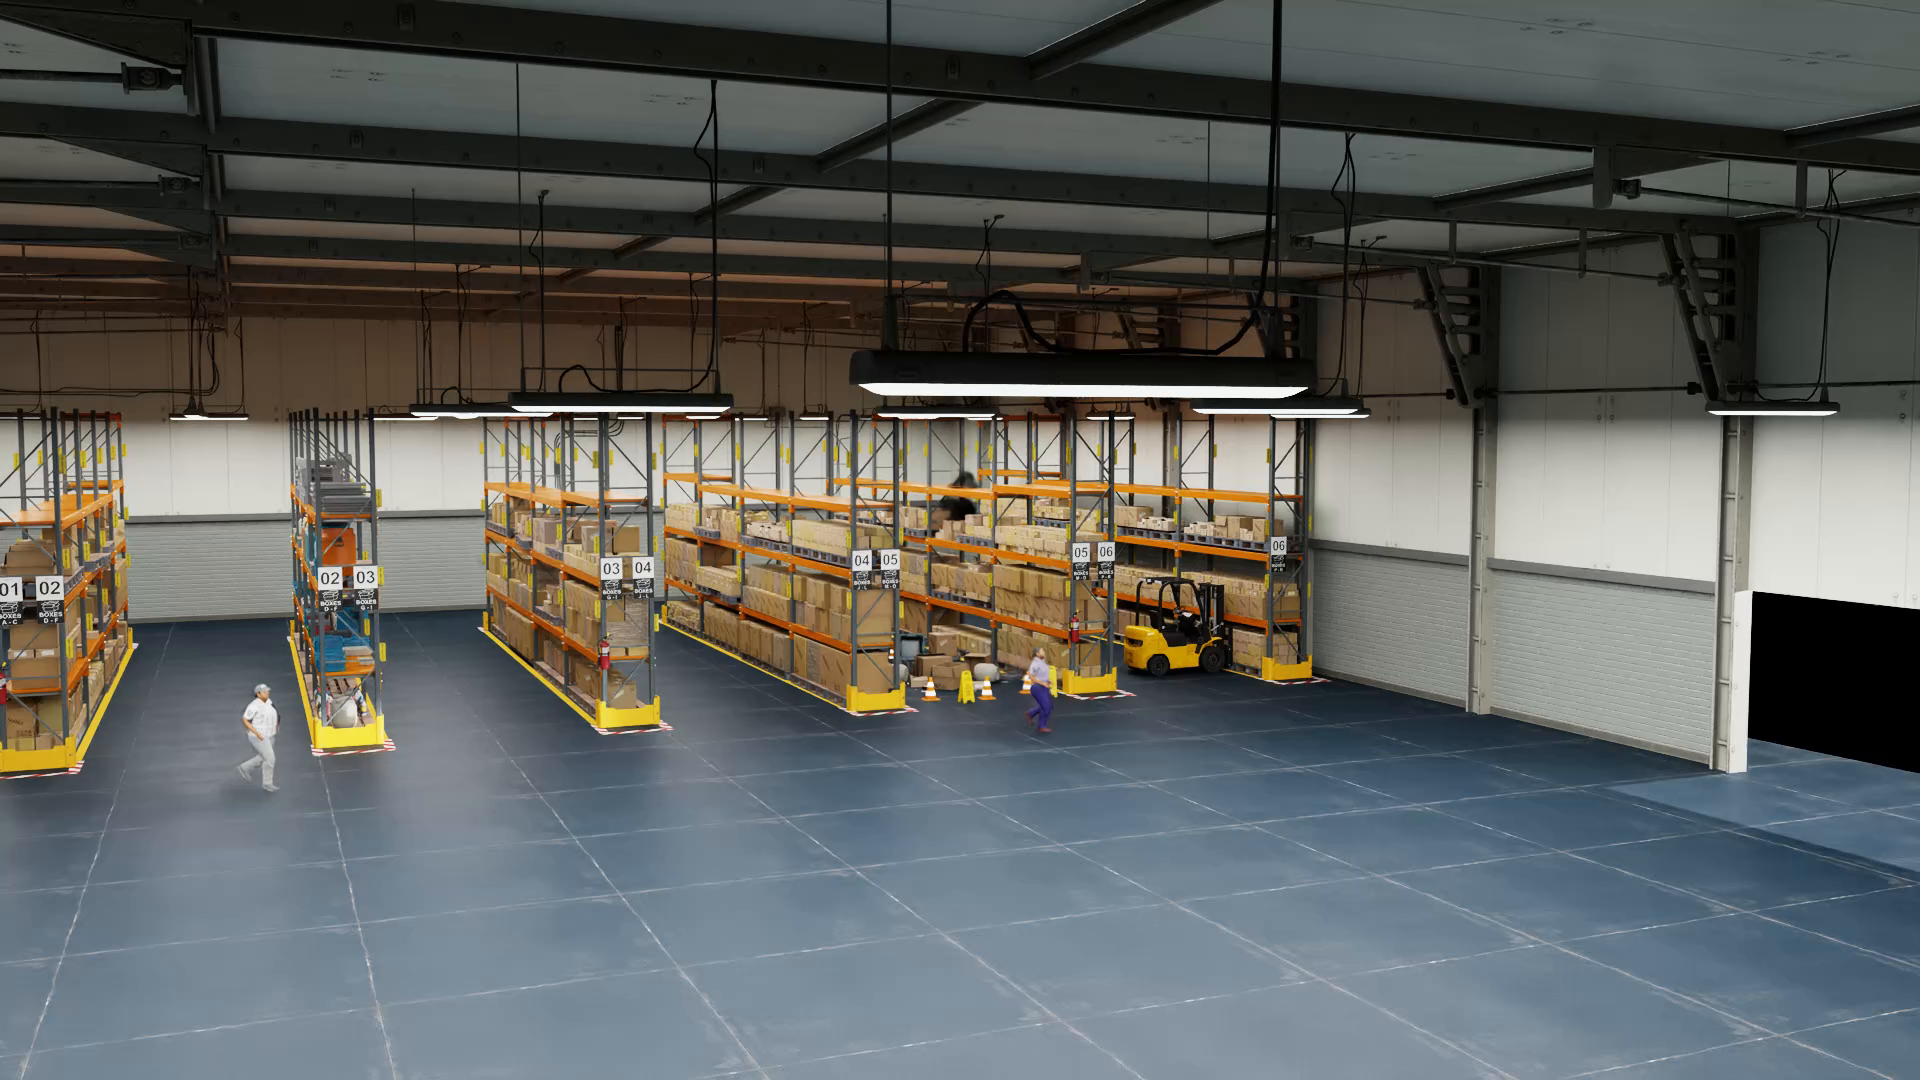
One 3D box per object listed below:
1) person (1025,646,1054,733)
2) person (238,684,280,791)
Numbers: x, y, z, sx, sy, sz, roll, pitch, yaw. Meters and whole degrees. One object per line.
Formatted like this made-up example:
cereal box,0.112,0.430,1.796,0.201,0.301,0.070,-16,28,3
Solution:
person,1.453,2.764,30.848,0.560,1.594,0.606,1,4,19
person,-10.998,3.085,26.044,0.751,1.685,0.610,1,4,10
